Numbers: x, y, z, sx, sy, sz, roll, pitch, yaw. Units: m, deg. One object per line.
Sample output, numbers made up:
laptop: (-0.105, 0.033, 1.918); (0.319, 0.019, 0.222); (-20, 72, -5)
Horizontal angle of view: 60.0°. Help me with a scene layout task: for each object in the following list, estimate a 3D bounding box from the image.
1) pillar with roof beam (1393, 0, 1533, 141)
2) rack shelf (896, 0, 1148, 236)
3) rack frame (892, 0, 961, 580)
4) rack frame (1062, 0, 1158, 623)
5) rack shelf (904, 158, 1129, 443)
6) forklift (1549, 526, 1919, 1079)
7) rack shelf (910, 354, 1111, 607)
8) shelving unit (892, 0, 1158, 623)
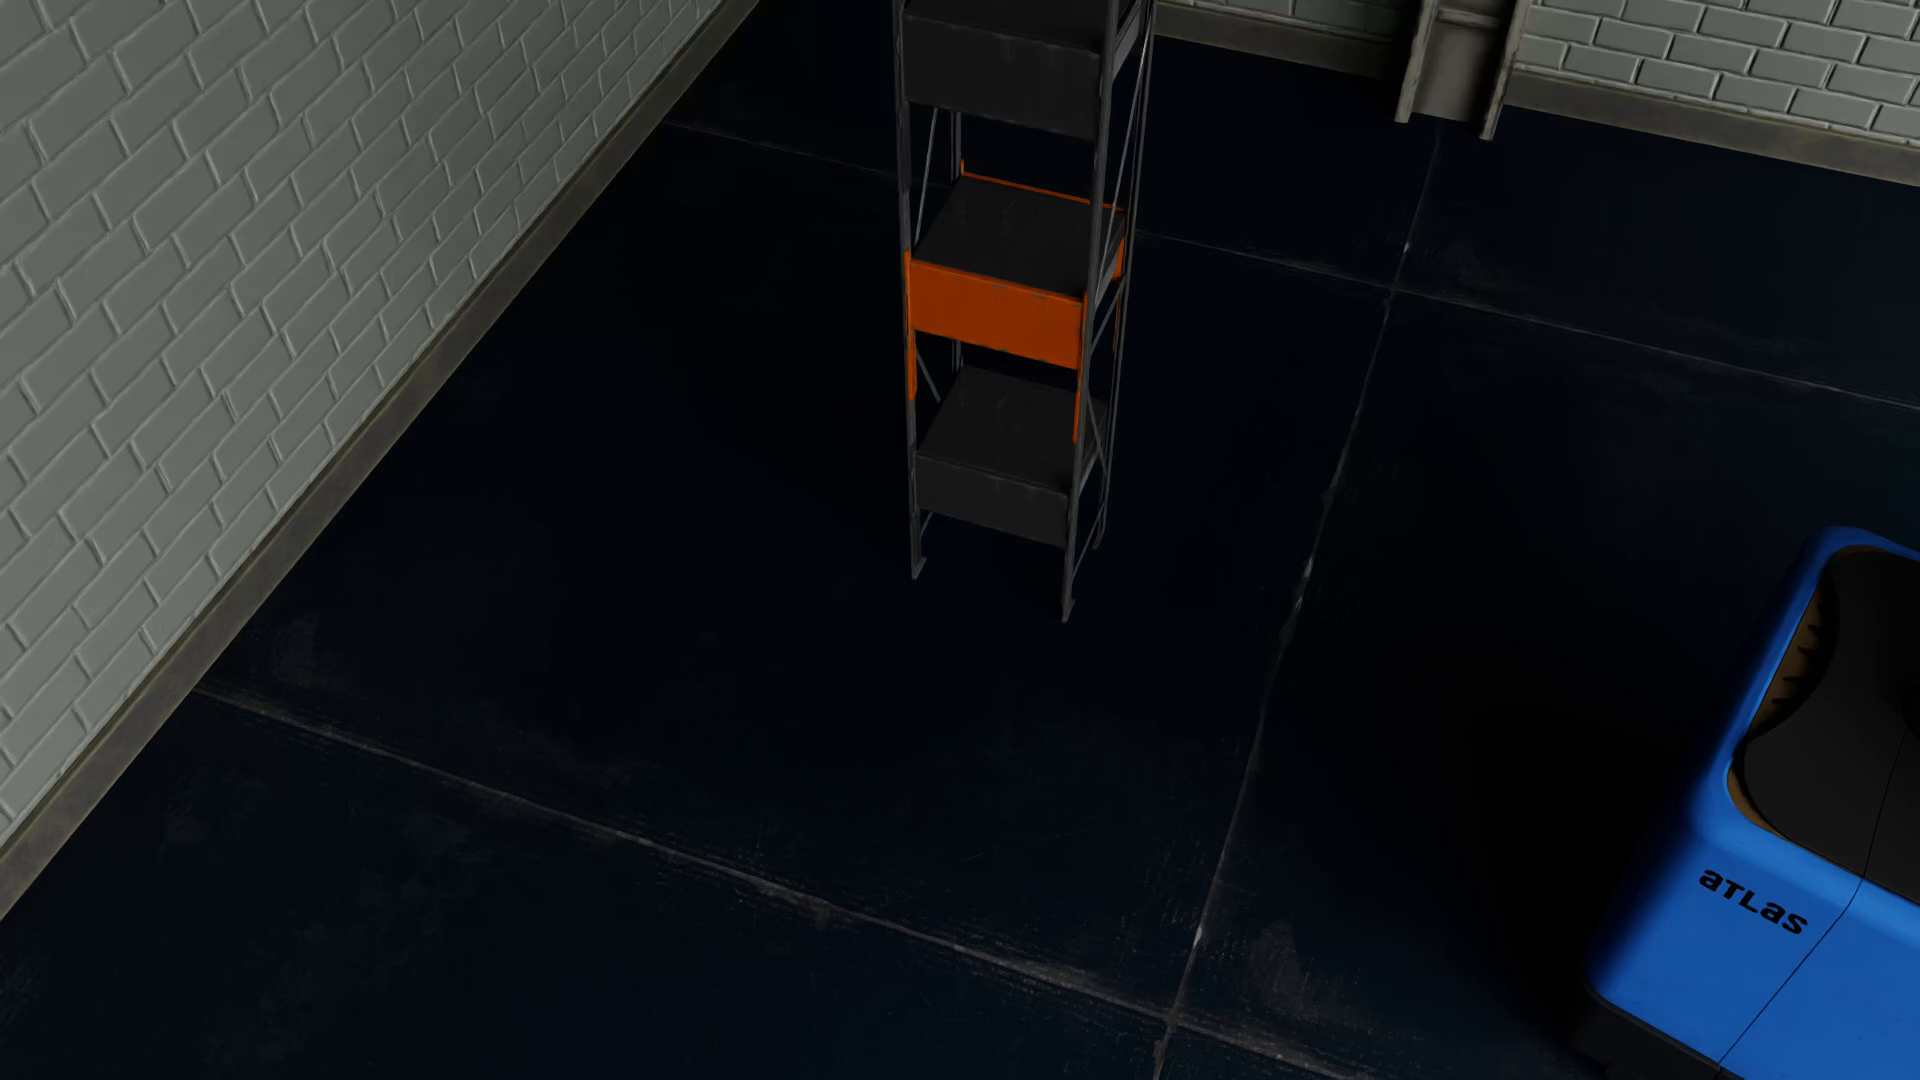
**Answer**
pillar with roof beam: (0.496, -1.648, 0.723); (0.400, 9.000, 9.100); (16, 51, 13)
rack shelf: (0.155, -1.094, 3.900); (0.480, 0.518, 0.431); (16, 51, 13)
rack frame: (-0.074, -0.708, 4.474); (0.015, 2.100, 0.400); (16, 51, 13)
rack frame: (0.384, -0.580, 4.364); (0.015, 2.100, 0.400); (16, 51, 13)
rack shelf: (0.155, -0.635, 4.429); (0.480, 0.518, 0.431); (16, 51, 13)
forklift: (2.962, 0.627, 2.767); (3.031, 2.935, 1.130); (28, 55, 22)
rack shelf: (0.155, -0.177, 4.958); (0.480, 0.518, 0.431); (16, 51, 13)
shelving unit: (0.155, -0.644, 4.419); (0.503, 2.100, 0.431); (16, 51, 13)
